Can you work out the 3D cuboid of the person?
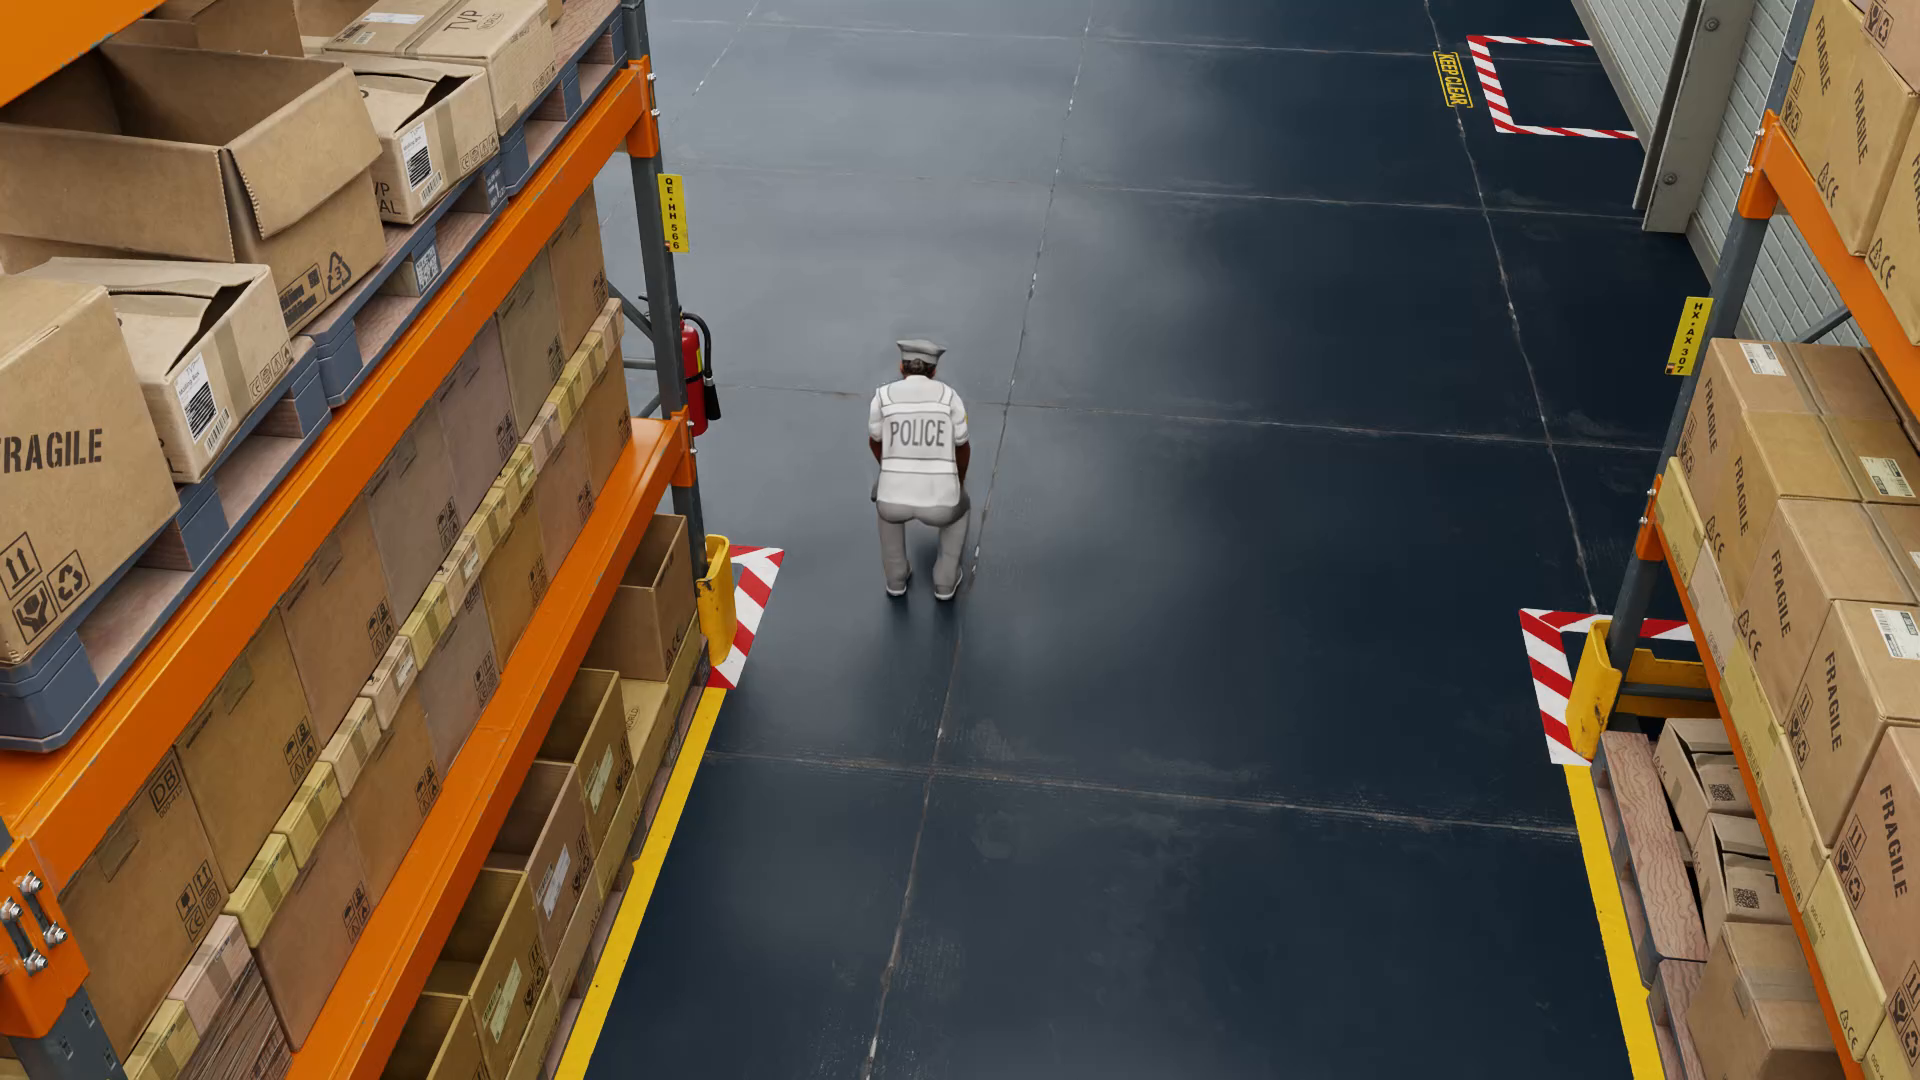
[{"bbox_3d":[-0.205,-0.318,7.892,0.500,1.170,0.805,4,37,6],"label":"person"}]
